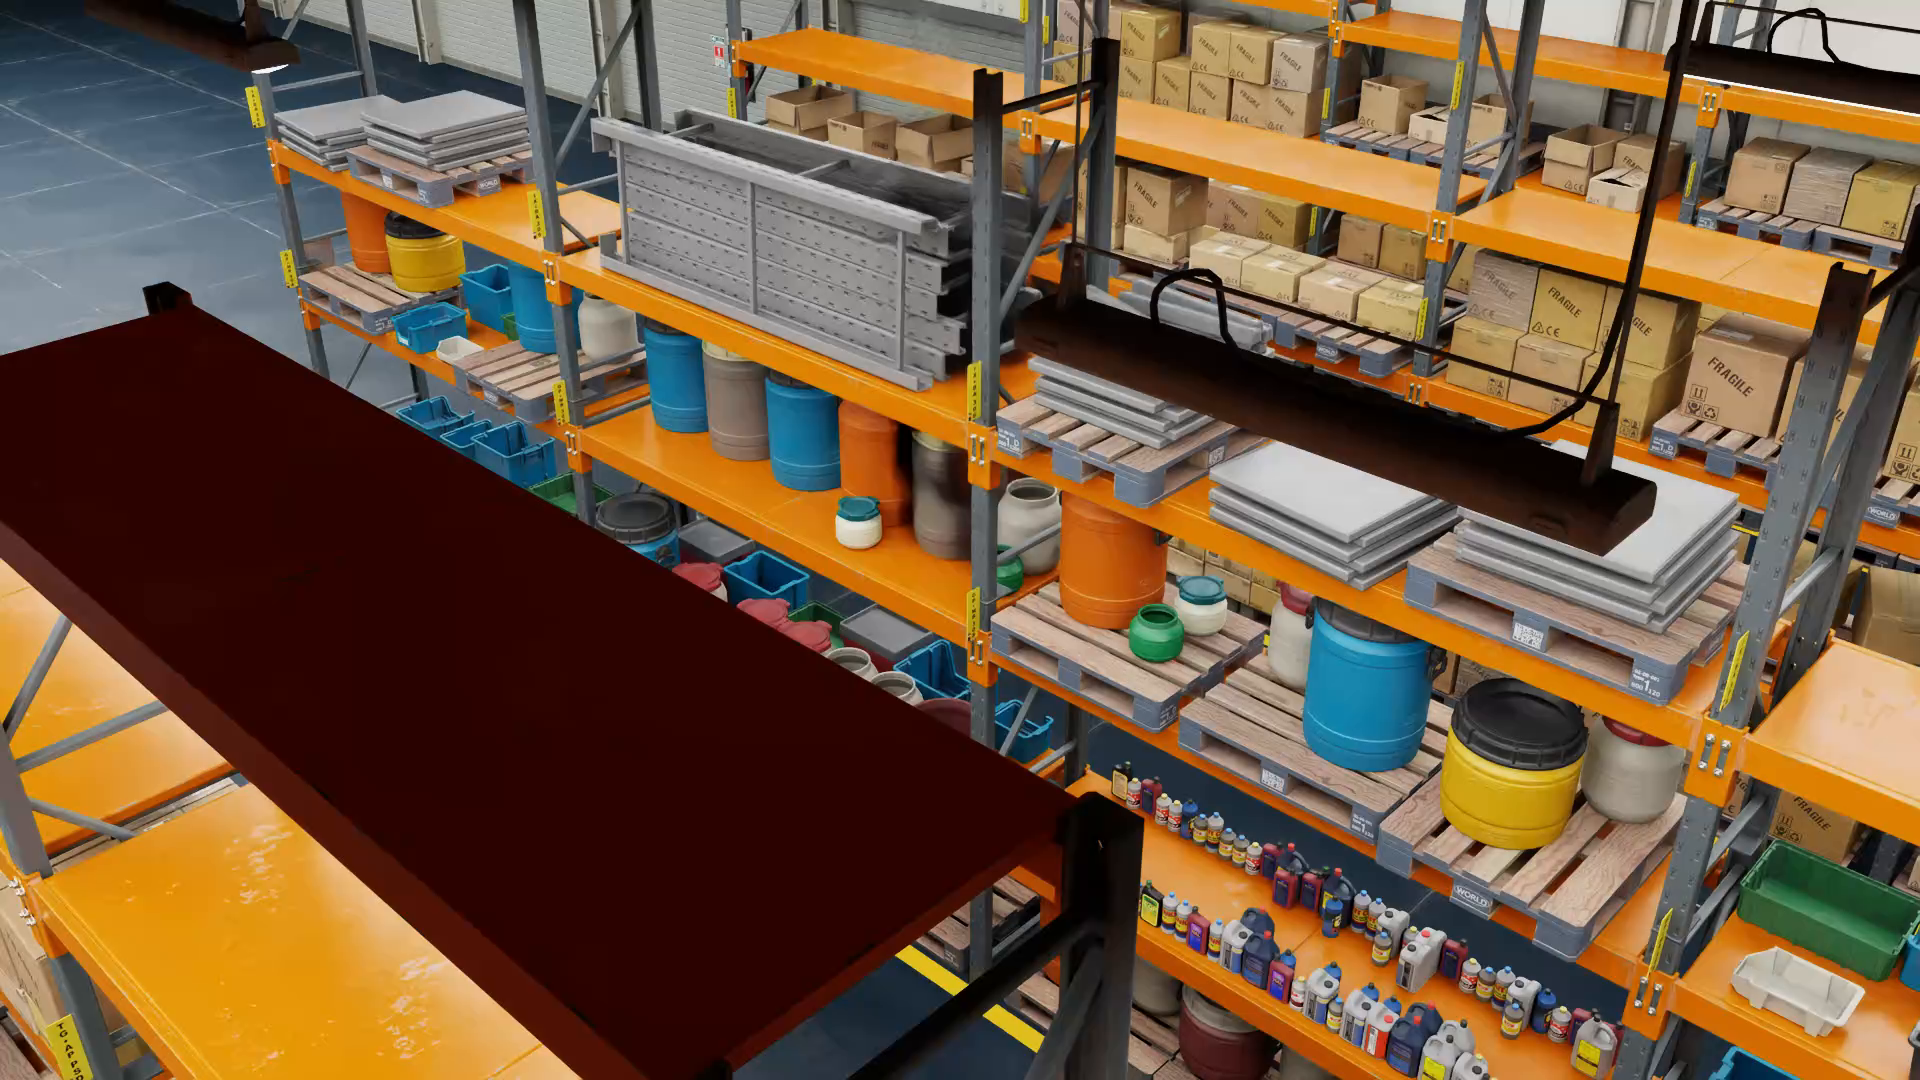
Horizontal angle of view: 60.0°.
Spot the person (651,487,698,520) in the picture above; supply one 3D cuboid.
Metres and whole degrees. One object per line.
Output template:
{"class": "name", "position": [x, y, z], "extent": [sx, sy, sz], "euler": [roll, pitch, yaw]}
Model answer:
{"class": "person", "position": [-2.686, -0.573, 15.540], "extent": [0.626, 1.706, 0.921], "euler": [-23, 36, -34]}
